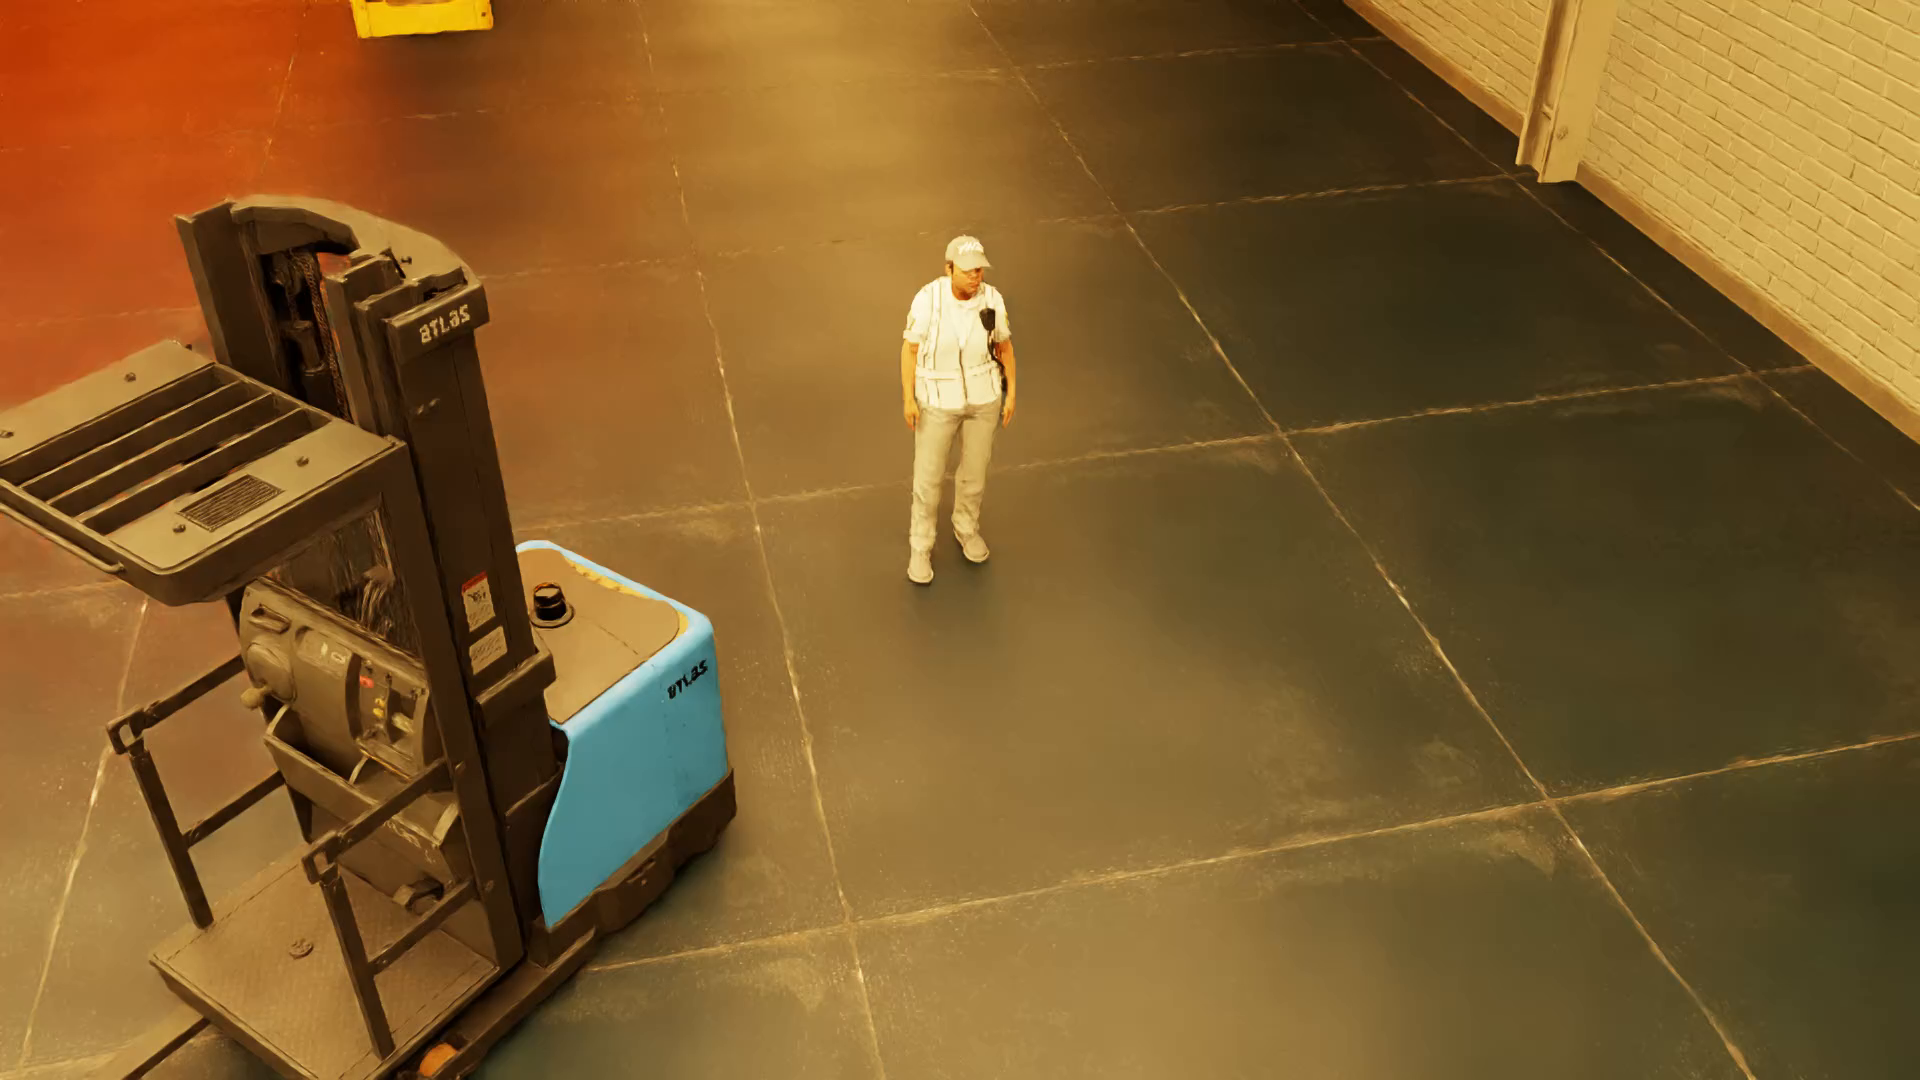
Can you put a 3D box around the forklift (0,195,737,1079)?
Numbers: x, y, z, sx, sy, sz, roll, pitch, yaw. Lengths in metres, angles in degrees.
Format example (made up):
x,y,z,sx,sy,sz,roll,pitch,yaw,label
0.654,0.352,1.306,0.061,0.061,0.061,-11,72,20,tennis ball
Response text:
x,y,z,sx,sy,sz,roll,pitch,yaw,label
-2.176,0.525,5.321,1.130,2.935,3.031,22,41,28,forklift

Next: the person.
x,y,z,sx,sy,sz,roll,pitch,yaw,label
-0.005,-0.636,8.004,0.598,1.669,0.529,-8,36,-11,person
